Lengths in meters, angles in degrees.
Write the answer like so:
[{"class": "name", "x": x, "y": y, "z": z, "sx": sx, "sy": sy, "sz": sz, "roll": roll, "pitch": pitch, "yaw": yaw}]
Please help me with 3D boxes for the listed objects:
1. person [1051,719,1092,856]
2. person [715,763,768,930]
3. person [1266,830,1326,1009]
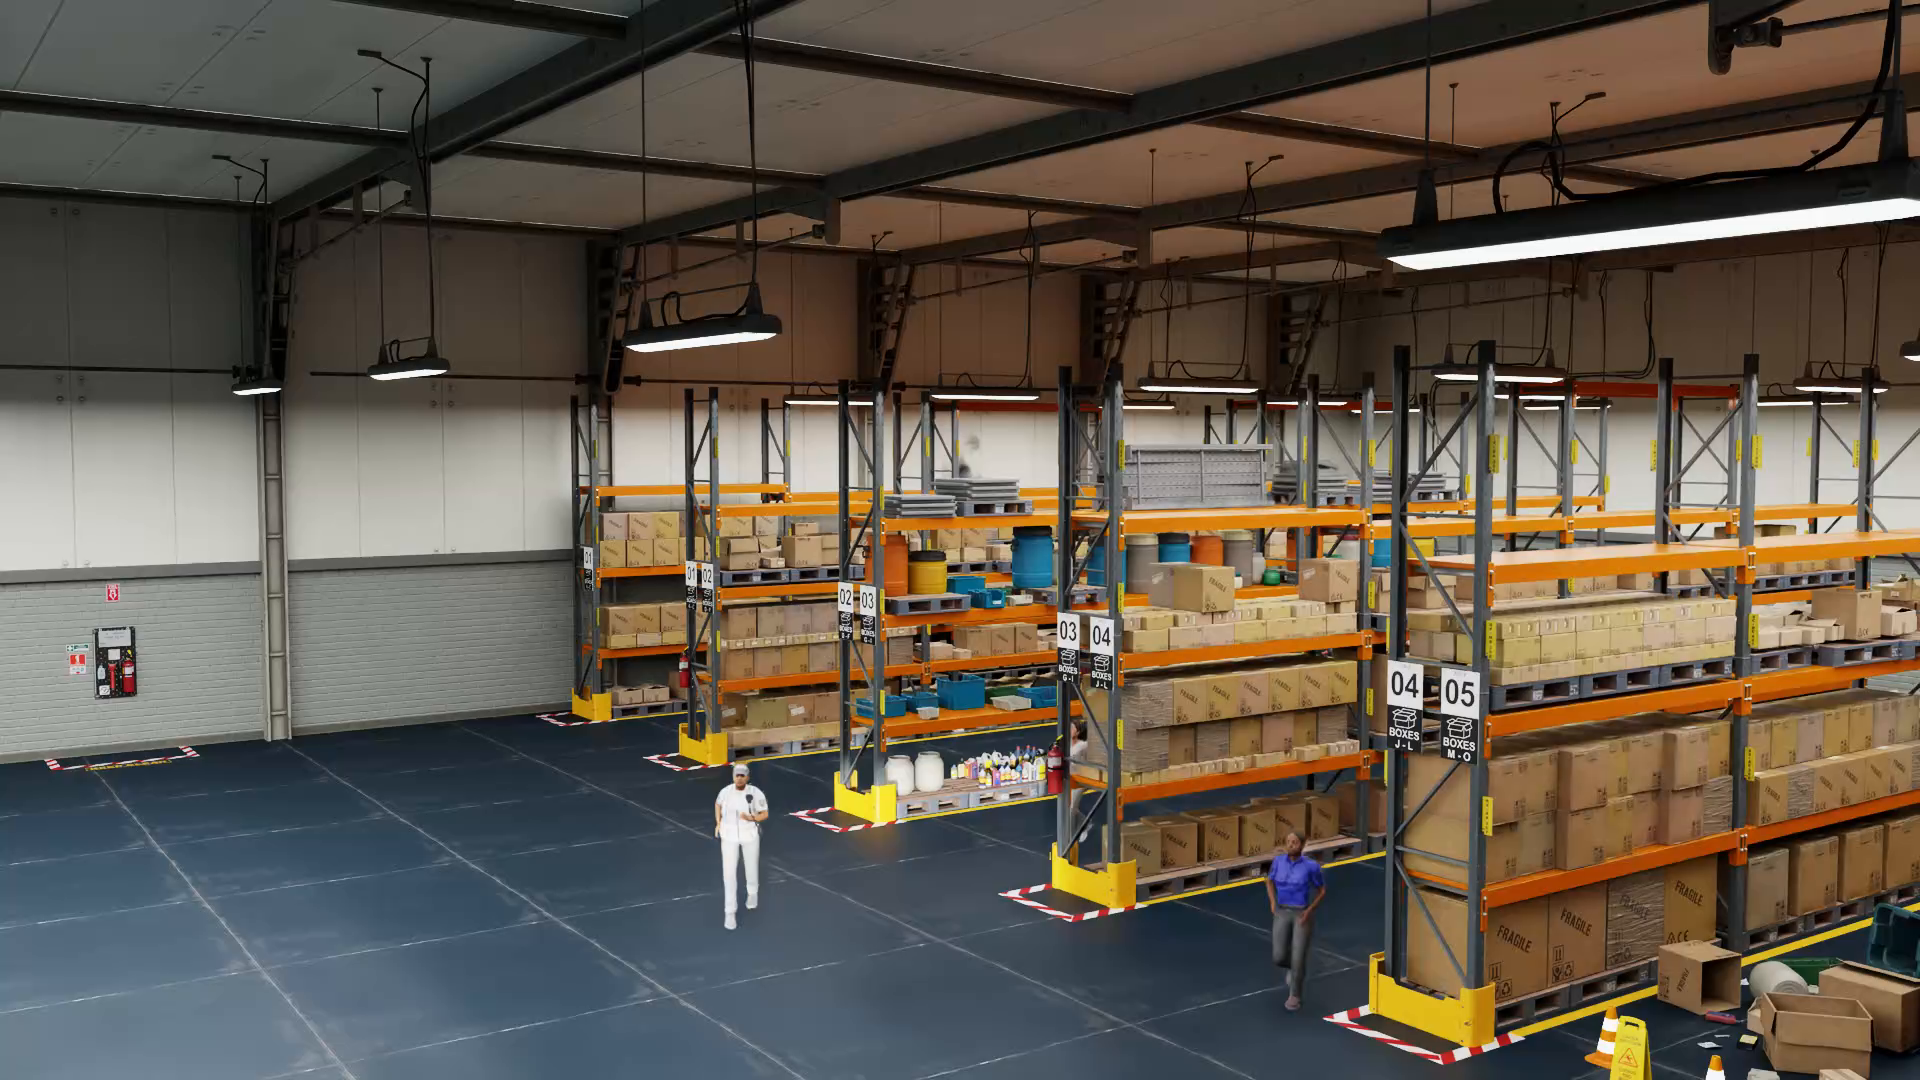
[{"class": "person", "x": 1.414, "y": 3.060, "z": 20.747, "sx": 0.568, "sy": 1.648, "sz": 0.967, "roll": 3, "pitch": 4, "yaw": 39}, {"class": "person", "x": -2.356, "y": 3.236, "z": 17.904, "sx": 0.598, "sy": 1.676, "sz": 0.919, "roll": 0, "pitch": 3, "yaw": -3}, {"class": "person", "x": 3.070, "y": 3.455, "z": 15.262, "sx": 0.563, "sy": 1.621, "sz": 0.541, "roll": 2, "pitch": 4, "yaw": 29}]
